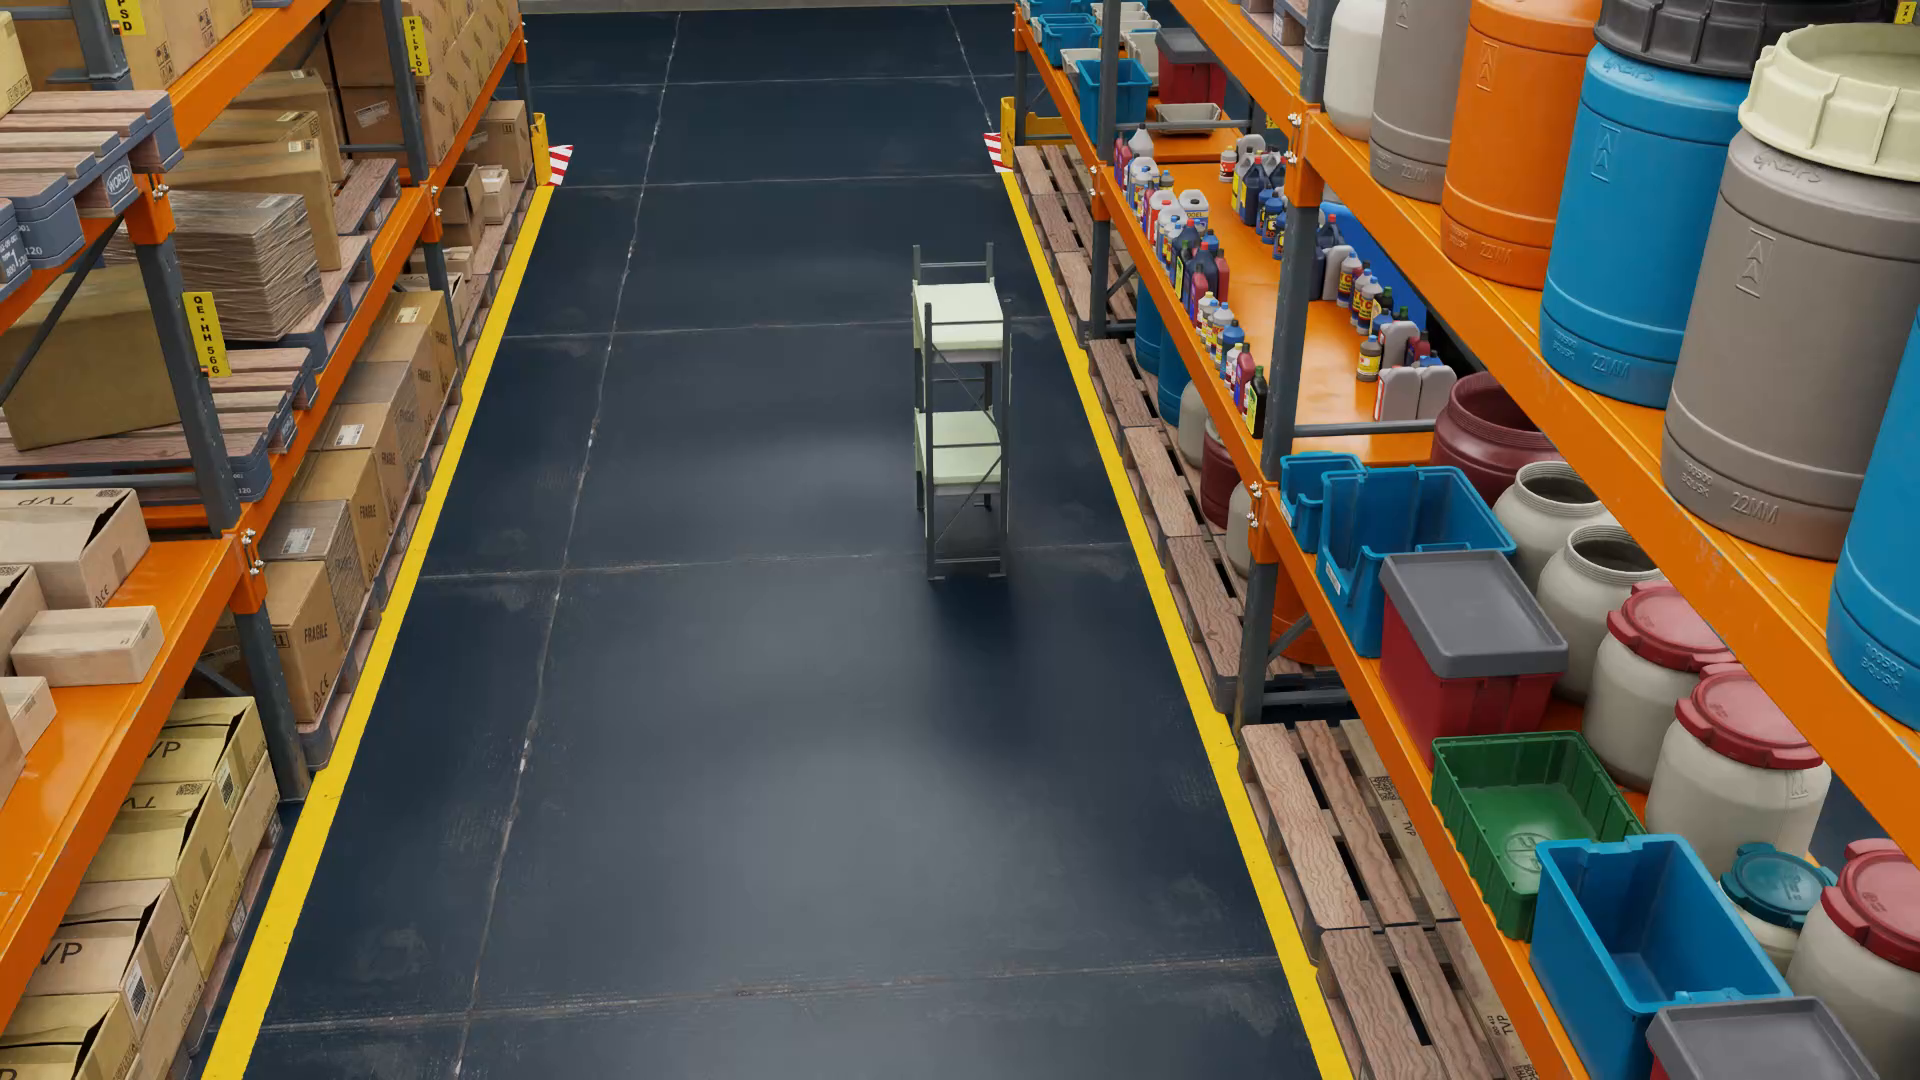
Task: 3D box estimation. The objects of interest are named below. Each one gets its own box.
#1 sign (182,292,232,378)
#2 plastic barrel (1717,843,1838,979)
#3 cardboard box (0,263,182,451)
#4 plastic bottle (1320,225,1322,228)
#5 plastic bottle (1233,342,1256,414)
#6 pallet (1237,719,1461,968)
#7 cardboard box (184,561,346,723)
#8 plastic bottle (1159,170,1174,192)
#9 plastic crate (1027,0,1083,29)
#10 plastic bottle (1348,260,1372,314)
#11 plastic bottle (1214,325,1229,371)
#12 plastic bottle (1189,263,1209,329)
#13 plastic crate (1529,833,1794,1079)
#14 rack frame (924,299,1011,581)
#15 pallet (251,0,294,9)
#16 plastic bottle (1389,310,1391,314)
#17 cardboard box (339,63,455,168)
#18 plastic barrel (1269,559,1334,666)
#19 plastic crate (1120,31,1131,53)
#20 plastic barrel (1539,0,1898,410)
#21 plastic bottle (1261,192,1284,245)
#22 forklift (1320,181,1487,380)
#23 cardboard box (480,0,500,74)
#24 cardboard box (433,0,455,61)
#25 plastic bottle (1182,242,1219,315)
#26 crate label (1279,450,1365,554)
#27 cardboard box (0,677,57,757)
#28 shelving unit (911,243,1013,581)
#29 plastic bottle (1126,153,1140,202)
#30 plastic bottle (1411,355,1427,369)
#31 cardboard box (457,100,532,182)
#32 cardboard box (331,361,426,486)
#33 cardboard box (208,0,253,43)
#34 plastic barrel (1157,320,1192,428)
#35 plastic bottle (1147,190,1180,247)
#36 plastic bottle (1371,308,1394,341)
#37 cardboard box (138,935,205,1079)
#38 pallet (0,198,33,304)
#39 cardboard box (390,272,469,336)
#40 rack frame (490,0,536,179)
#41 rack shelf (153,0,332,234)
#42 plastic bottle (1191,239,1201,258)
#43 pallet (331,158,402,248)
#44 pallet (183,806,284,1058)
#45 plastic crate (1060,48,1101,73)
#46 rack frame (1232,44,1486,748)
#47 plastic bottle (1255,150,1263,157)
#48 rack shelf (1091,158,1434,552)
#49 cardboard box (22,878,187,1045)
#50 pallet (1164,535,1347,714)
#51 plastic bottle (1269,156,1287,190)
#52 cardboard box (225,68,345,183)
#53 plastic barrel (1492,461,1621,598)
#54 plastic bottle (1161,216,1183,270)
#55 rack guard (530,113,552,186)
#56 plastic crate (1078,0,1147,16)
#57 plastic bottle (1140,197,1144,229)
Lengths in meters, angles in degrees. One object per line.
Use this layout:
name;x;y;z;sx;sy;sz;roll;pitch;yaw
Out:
sign;-2.677;-0.728;5.914;0.100;0.325;0.005;-3;31;-5
plastic barrel;2.105;0.981;4.318;0.301;0.262;0.301;0;31;0
cardboard box;-3.401;-0.742;6.560;0.700;0.500;0.500;-13;33;-21
plastic bottle;1.841;-1.520;8.563;0.097;0.201;0.097;0;31;0
plastic bottle;1.218;-0.692;7.097;0.061;0.283;0.133;-3;31;-5
pallet;1.736;1.157;6.608;1.003;0.211;1.213;-3;31;-5
cardboard box;-2.987;0.436;7.104;0.500;0.500;0.500;-1;31;-2
plastic bottle;1.149;-1.969;9.315;0.097;0.201;0.097;0;31;0
plastic crate;0.712;-3.998;12.623;0.416;0.233;0.300;-3;31;-5
plastic bottle;1.921;-1.216;7.975;0.061;0.283;0.133;-3;31;-5
plastic bottle;1.199;-0.865;7.467;0.097;0.201;0.097;0;31;0
plastic bottle;1.133;-1.157;7.876;0.061;0.283;0.133;-3;31;-5
plastic crate;1.663;1.063;4.061;0.392;0.384;0.575;-3;31;-5
rack frame;0.035;-0.454;8.047;0.400;1.500;0.023;-3;31;-5
pallet;-3.512;-2.586;7.412;1.213;0.211;1.003;-3;31;-5
plastic bottle;1.945;-0.954;7.615;0.097;0.201;0.097;0;31;0
cardboard box;-3.380;-2.561;10.015;0.500;0.500;0.500;-2;31;-3
plastic barrel;1.640;0.065;7.423;0.600;0.830;0.708;-3;31;-5
plastic crate;1.321;-3.587;12.029;0.298;0.136;0.250;-3;31;-5
plastic barrel;1.690;-0.816;3.776;0.600;0.901;0.708;-3;31;-5
plastic bottle;1.659;-1.711;8.815;0.097;0.271;0.097;0;31;0
forklift;3.459;-2.201;9.576;3.031;2.935;1.130;22;37;32
cardboard box;-3.571;-3.594;11.745;0.500;0.500;0.500;-3;31;-4
cardboard box;-3.416;-3.234;10.167;0.500;0.500;0.500;-4;31;-6
plastic bottle;1.160;-1.270;7.998;0.144;0.351;0.185;-3;31;-5
crate label;1.369;-0.133;6.211;0.303;0.233;0.416;-3;31;-5
cardboard box;-3.054;0.554;5.143;0.380;0.149;0.250;-1;31;-1
shelving unit;0.001;-0.640;8.360;0.431;1.500;0.755;-3;31;-5
plastic bottle;0.989;-2.041;9.368;0.097;0.271;0.097;0;31;0
plastic bottle;1.991;-0.699;7.189;0.097;0.201;0.097;0;31;0
cardboard box;-3.681;-3.137;13.085;0.500;0.500;0.500;-3;31;-5
cardboard box;-3.188;-0.613;8.860;0.500;0.500;0.500;-2;31;-4
cardboard box;-3.400;-2.280;6.619;0.910;0.500;0.500;-3;31;-5
plastic barrel;1.429;-1.119;9.336;0.600;0.901;0.708;-3;31;-5
plastic bottle;1.079;-1.699;8.791;0.152;0.276;0.135;-3;31;-5
plastic bottle;1.897;-0.913;7.479;0.097;0.271;0.097;0;31;0
cardboard box;-2.842;1.575;5.461;0.500;0.250;0.500;-2;31;-3
pallet;-2.970;-0.496;3.914;1.003;0.211;1.213;-1;31;-2
cardboard box;-3.427;-1.504;10.536;0.500;0.311;0.500;-3;31;-5
rack frame;-3.977;-4.287;13.002;1.000;3.000;0.127;-3;31;-5
rack shelf;-3.416;-2.202;7.288;1.077;0.370;4.000;-3;31;-5
plastic bottle;1.164;-1.323;8.153;0.061;0.283;0.133;-3;31;-5
pallet;-3.637;-1.749;8.940;1.003;0.211;1.213;-3;31;-5
pallet;-3.191;1.417;6.172;1.003;0.211;1.213;-3;31;-5
plastic crate;0.867;-3.267;11.493;0.293;0.136;0.466;-3;31;-5
rack frame;1.703;-0.438;6.558;1.000;3.000;0.127;-3;31;-5
plastic bottle;1.726;-2.151;9.620;0.097;0.201;0.097;0;31;0
rack shelf;1.516;-1.150;8.452;1.077;0.370;4.000;-3;31;-5
cardboard box;-2.836;1.336;5.314;0.500;0.311;0.500;-3;31;-5
pallet;1.587;0.359;7.943;1.003;0.211;1.213;-3;31;-5
plastic bottle;1.758;-1.911;9.072;0.144;0.351;0.185;-3;31;-5
cardboard box;-3.782;-2.215;9.027;0.700;0.500;0.500;-13;33;-21
plastic barrel;2.011;0.029;5.667;0.421;0.512;0.421;0;31;0
plastic bottle;1.085;-1.519;8.493;0.097;0.271;0.097;0;31;0
rack guard;-3.970;-3.175;13.578;1.175;0.500;0.348;-3;31;-5
plastic crate;1.172;-4.401;13.100;0.616;0.435;0.499;-3;31;-5
plastic bottle;1.029;-1.793;9.021;0.097;0.201;0.097;0;31;0
